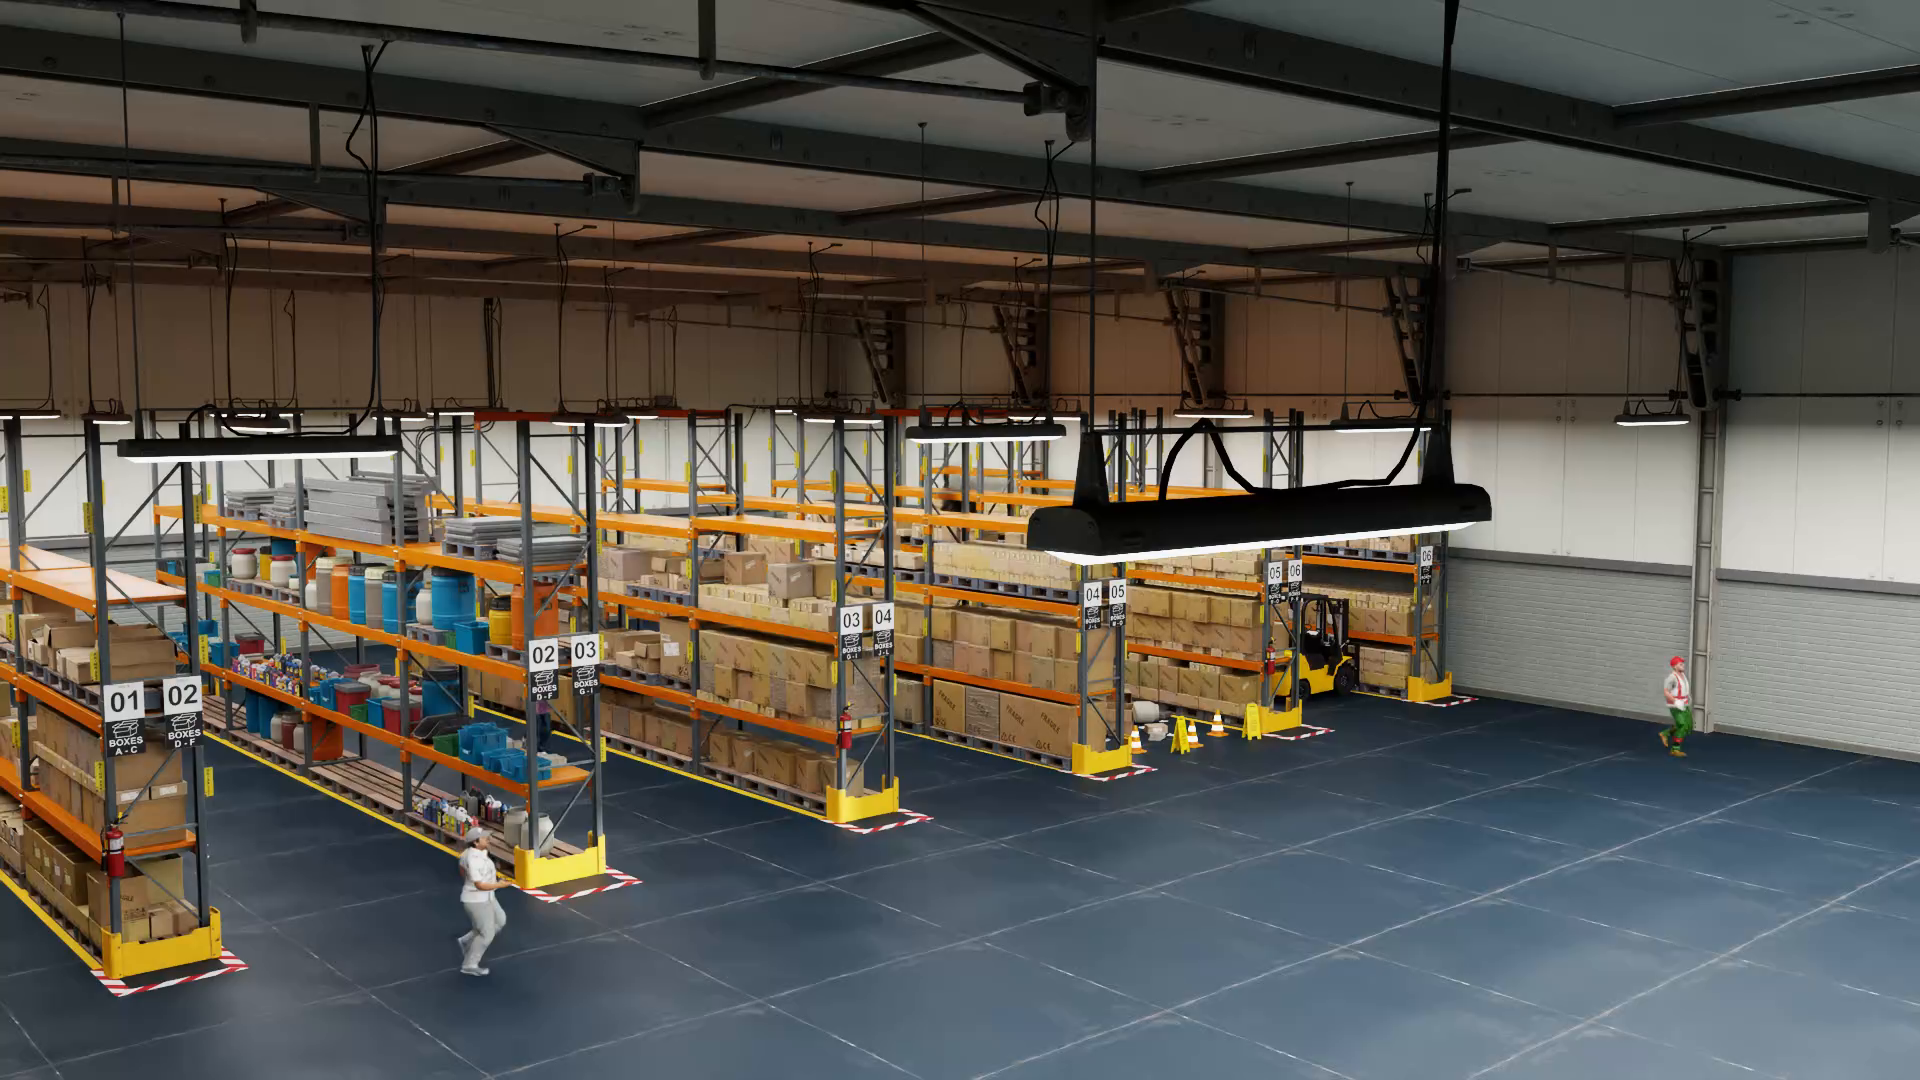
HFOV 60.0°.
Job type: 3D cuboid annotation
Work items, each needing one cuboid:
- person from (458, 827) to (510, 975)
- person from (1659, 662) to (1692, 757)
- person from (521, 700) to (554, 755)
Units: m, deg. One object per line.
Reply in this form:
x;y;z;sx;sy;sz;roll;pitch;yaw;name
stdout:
-5.210;3.932;18.208;0.560;1.634;0.613;-2;5;-18;person
12.541;2.928;29.175;0.654;1.702;0.543;-5;7;-42;person
-7.390;3.014;29.072;0.592;1.554;0.522;4;6;37;person
